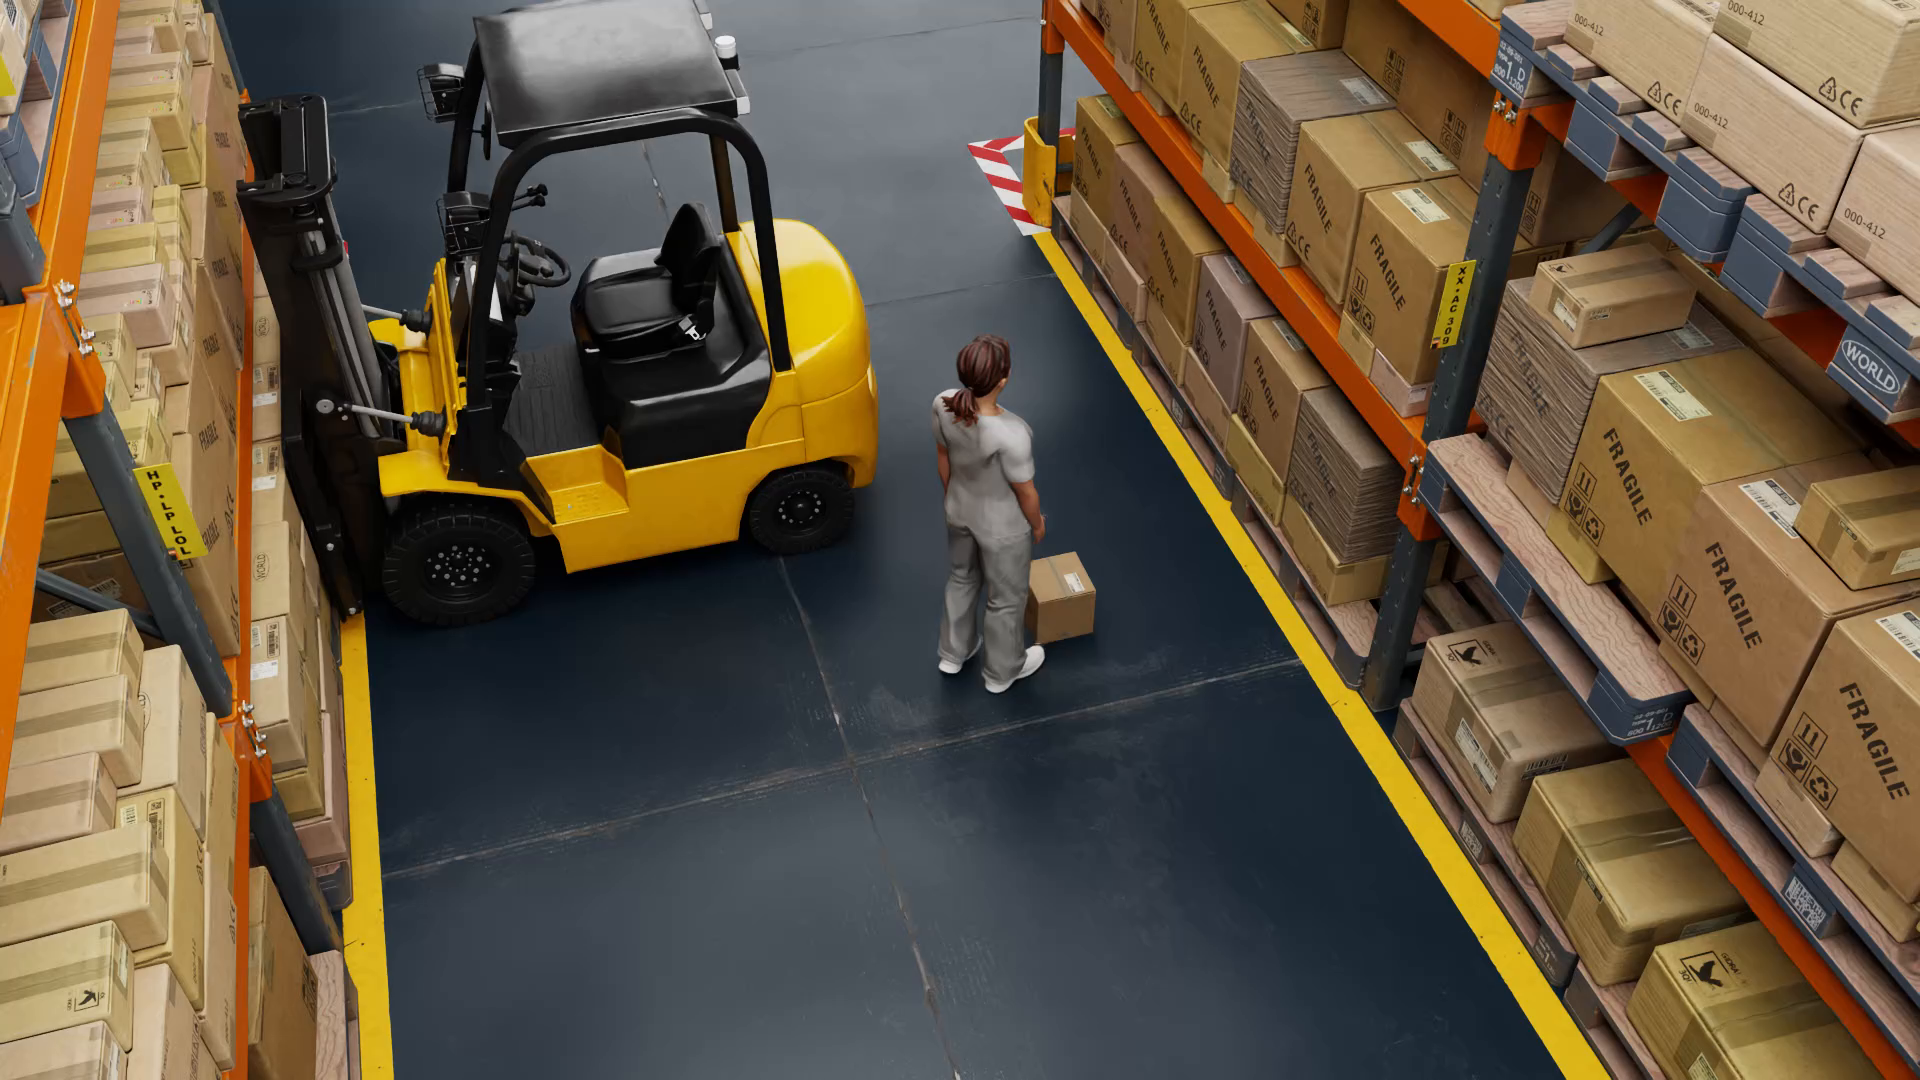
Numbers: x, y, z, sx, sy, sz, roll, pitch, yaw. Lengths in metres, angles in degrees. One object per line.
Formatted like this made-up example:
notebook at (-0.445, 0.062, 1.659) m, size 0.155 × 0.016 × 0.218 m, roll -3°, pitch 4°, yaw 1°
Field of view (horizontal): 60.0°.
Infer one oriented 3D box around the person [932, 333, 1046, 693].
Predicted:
person at (0.115, -0.072, 6.271) m, size 0.448 × 1.719 × 0.429 m, roll 34°, pitch 52°, yaw 31°
